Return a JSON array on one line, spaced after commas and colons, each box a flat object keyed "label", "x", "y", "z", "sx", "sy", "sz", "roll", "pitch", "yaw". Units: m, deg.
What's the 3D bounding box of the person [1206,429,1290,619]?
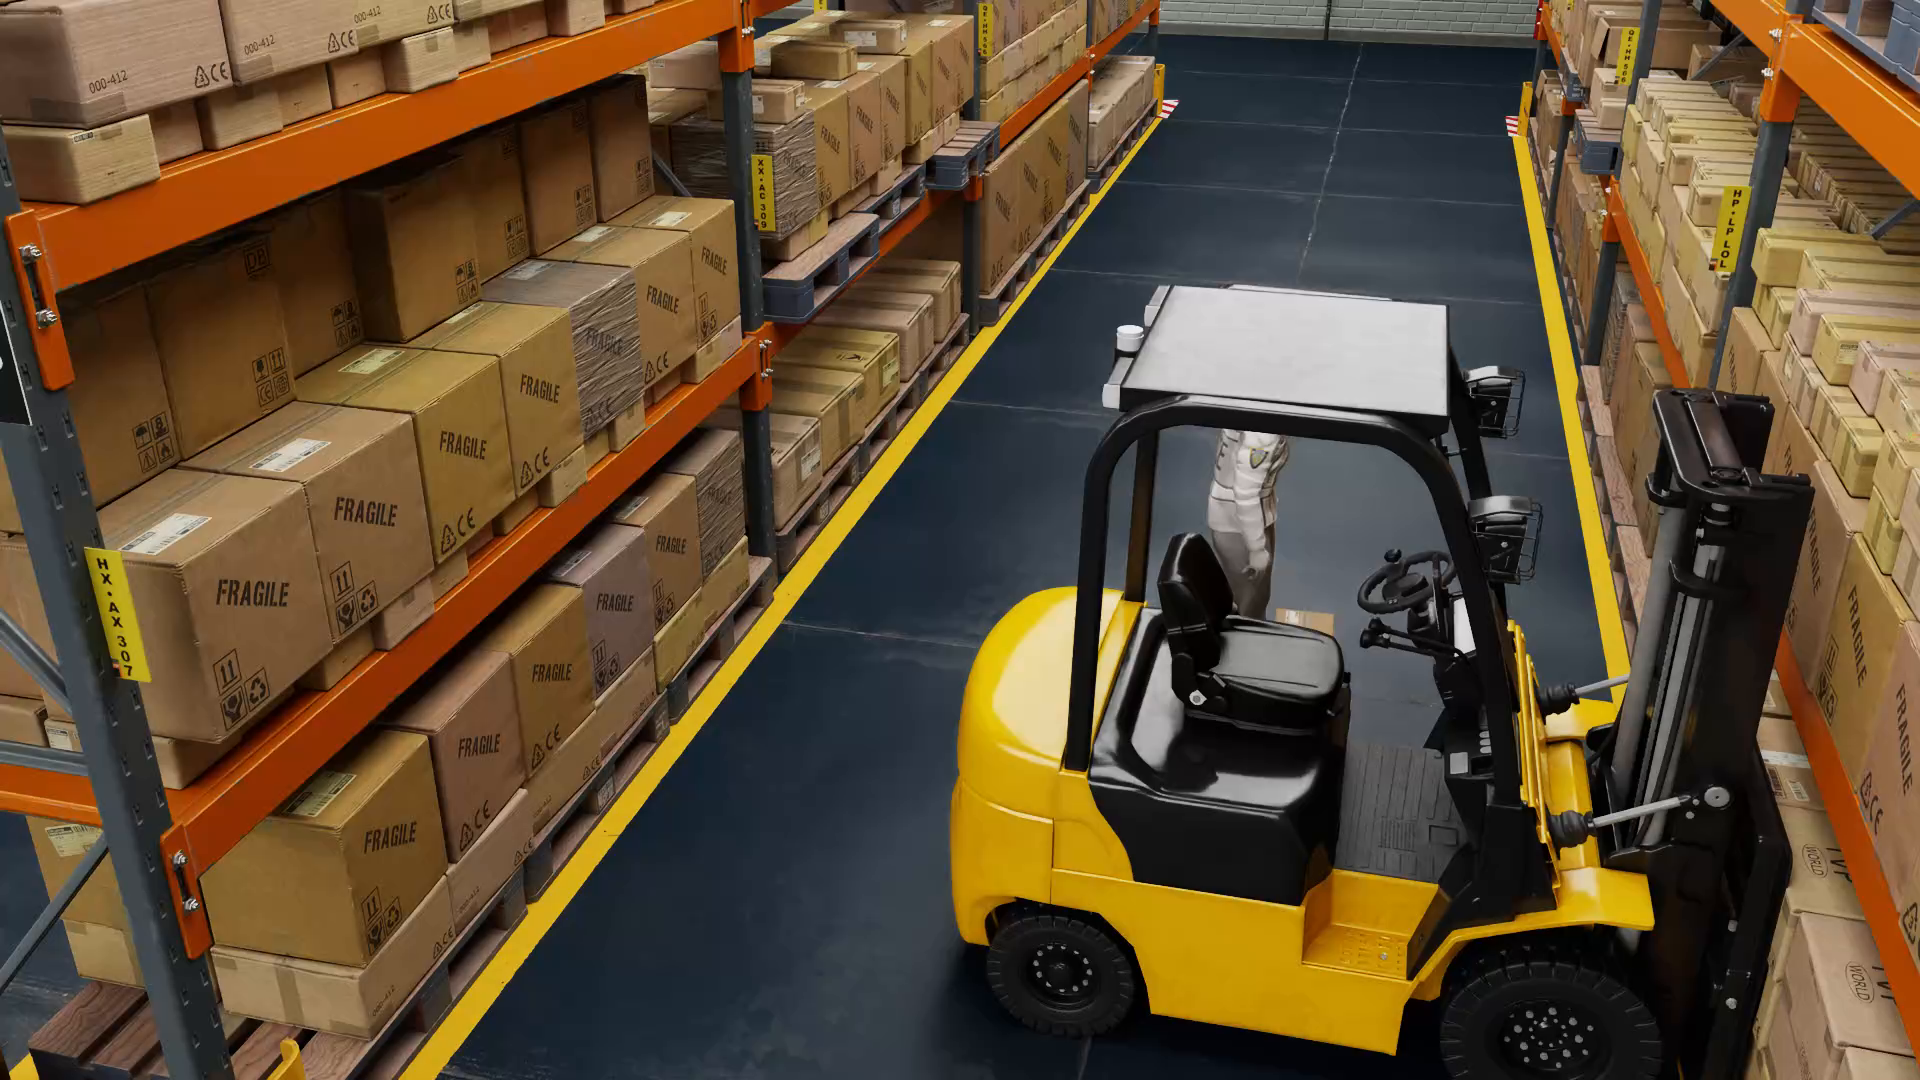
[{"label": "person", "x": 1.180, "y": -0.051, "z": 6.712, "sx": 0.376, "sy": 1.663, "sz": 0.544, "roll": 5, "pitch": 26, "yaw": 10}]
